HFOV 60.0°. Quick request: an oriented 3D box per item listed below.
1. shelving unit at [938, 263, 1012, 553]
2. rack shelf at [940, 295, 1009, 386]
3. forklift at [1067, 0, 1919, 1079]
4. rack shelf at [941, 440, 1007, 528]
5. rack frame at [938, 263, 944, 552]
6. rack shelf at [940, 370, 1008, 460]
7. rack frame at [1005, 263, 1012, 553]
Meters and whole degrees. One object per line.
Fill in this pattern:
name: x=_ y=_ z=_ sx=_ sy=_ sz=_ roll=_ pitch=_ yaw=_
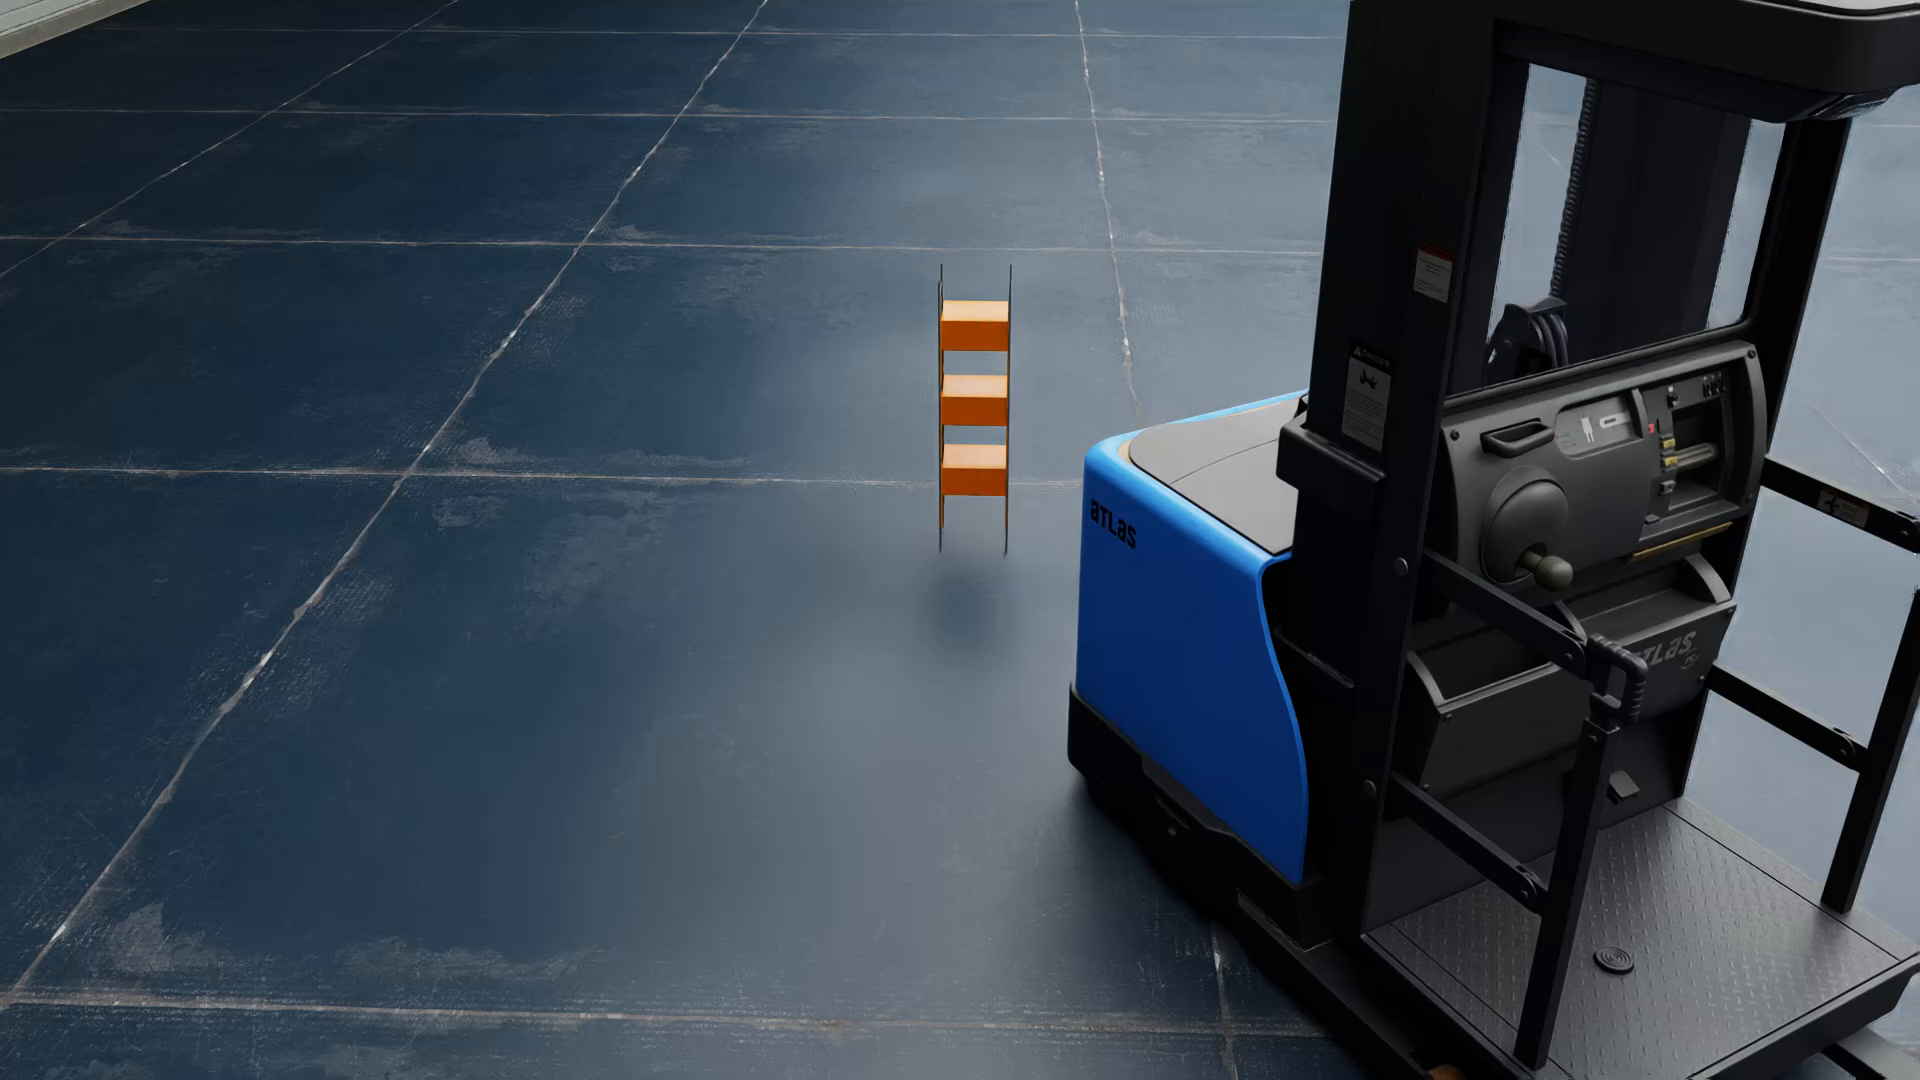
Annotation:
shelving unit: x=0.053 y=-0.463 z=6.002 sx=0.252 sy=1.050 sz=0.215 roll=1 pitch=28 yaw=2
rack shelf: x=0.053 y=-0.704 z=5.874 sx=0.240 sy=0.259 sz=0.215 roll=1 pitch=28 yaw=2
forklift: x=1.478 y=-0.119 z=3.345 sx=1.130 sy=2.935 sz=3.031 roll=-15 pitch=31 yaw=-26
rack shelf: x=0.053 y=-0.208 z=6.138 sx=0.240 sy=0.259 sz=0.215 roll=1 pitch=28 yaw=2
rack frame: x=-0.068 y=-0.465 z=6.006 sx=0.008 sy=1.050 sz=0.200 roll=1 pitch=28 yaw=2
rack shelf: x=0.053 y=-0.454 z=6.007 sx=0.240 sy=0.259 sz=0.215 roll=1 pitch=28 yaw=2
rack frame: x=0.175 y=-0.461 z=5.999 sx=0.008 sy=1.050 sz=0.200 roll=1 pitch=28 yaw=2
